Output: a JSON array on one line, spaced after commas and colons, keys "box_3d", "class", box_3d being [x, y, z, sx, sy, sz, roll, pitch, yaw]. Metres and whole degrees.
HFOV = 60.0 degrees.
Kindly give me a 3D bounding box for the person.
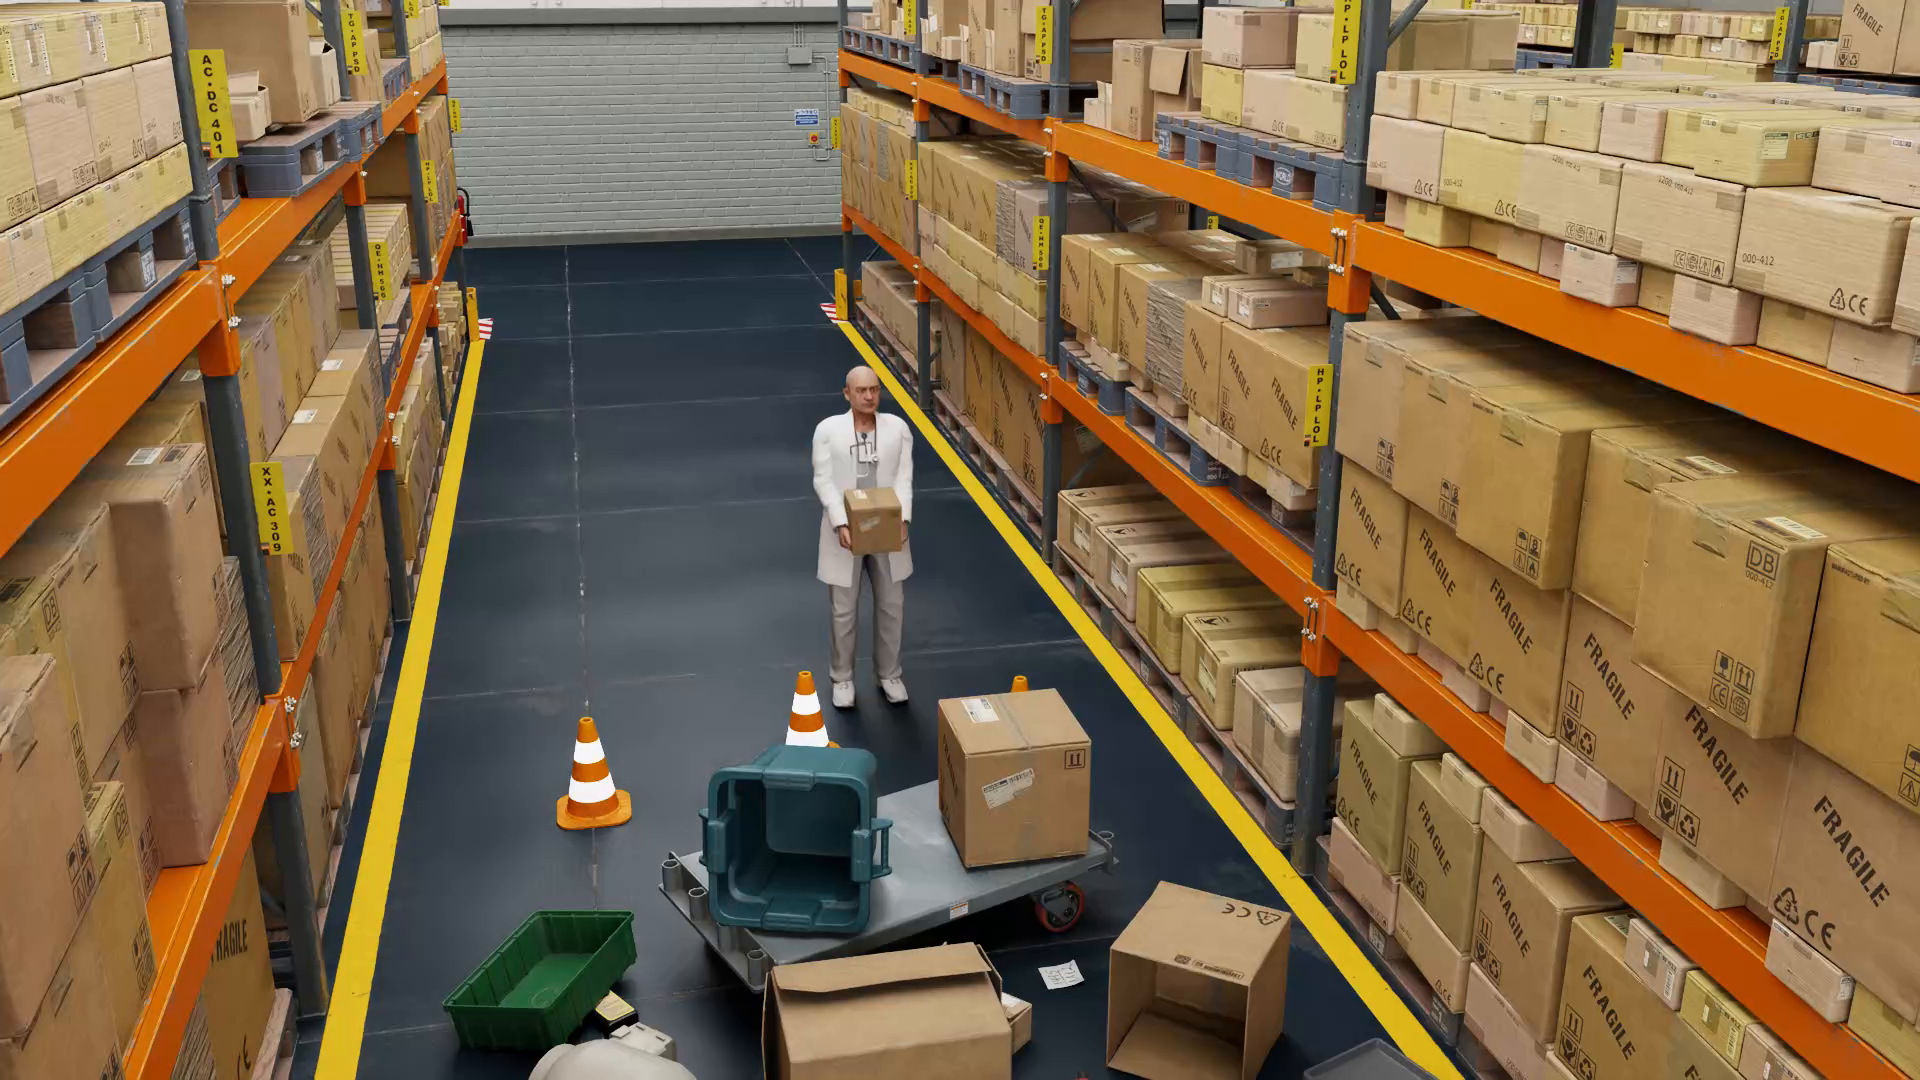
[{"box_3d": [-0.470, 0.011, 8.558, 0.533, 1.774, 0.554, -5, 20, -13], "class": "person"}]
